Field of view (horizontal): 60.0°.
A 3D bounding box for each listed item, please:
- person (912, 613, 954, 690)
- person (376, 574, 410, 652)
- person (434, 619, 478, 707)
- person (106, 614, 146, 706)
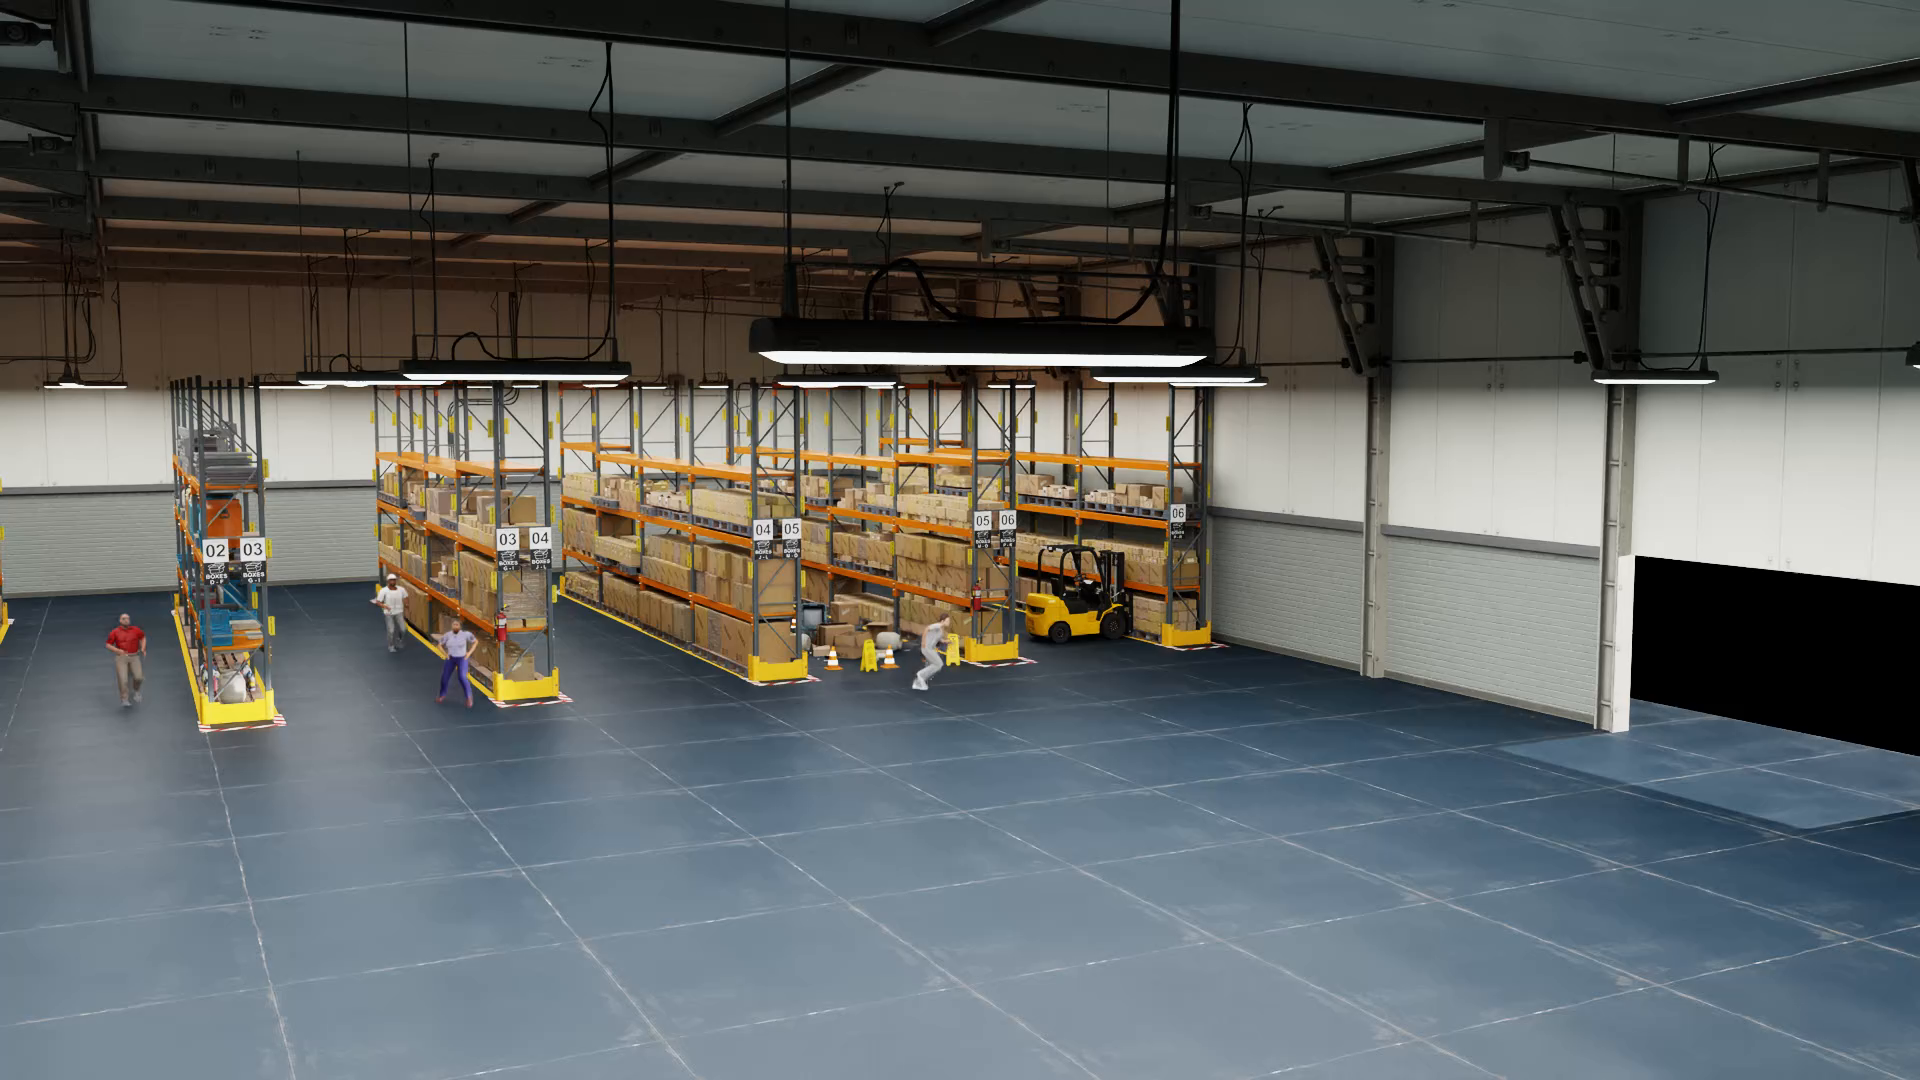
[{"bbox_3d":[-0.526,2.144,31.869,0.823,1.504,0.591,1,5,15],"label":"person"},{"bbox_3d":[-12.420,1.613,36.525,0.737,1.727,0.582,-3,6,-31],"label":"person"},{"bbox_3d":[-9.243,2.239,30.430,0.815,1.622,0.699,-1,5,-8],"label":"person"},{"bbox_3d":[-15.151,2.189,30.305,0.697,1.690,0.592,-4,6,-37],"label":"person"}]
